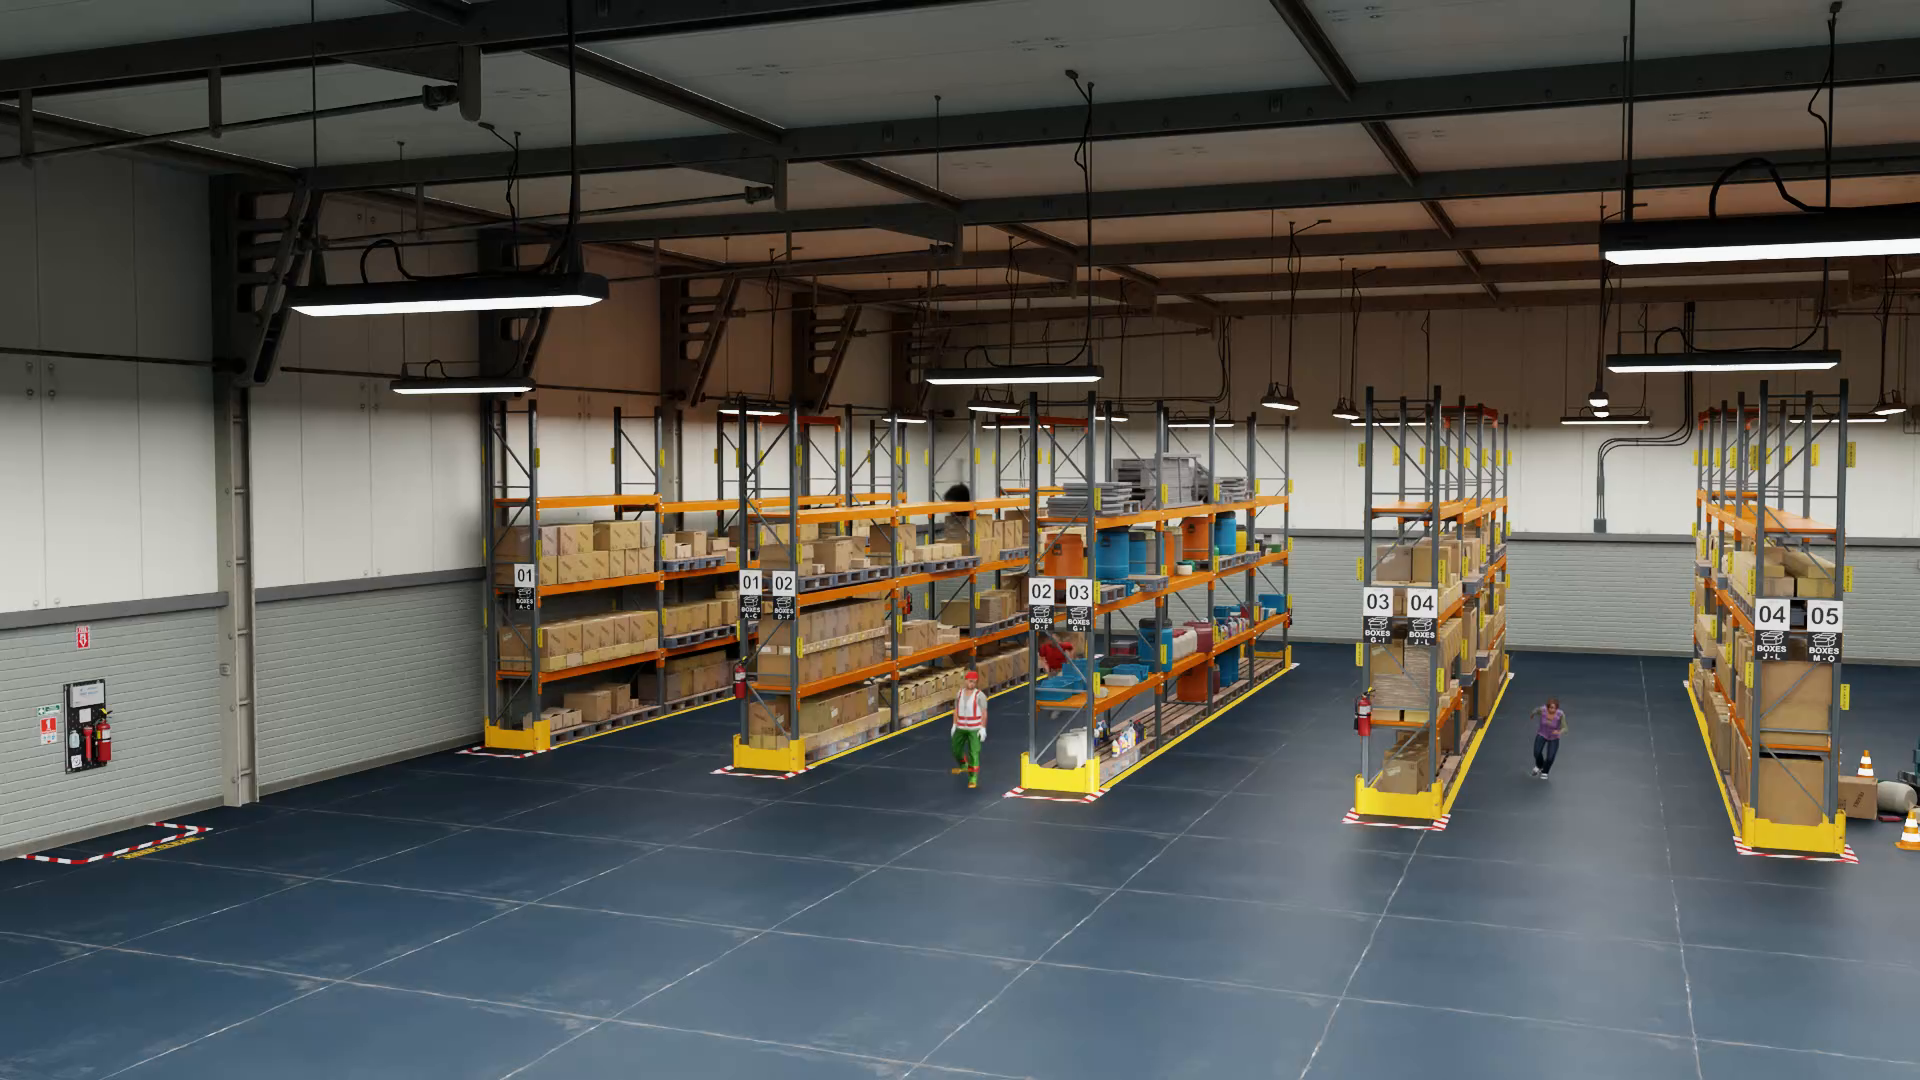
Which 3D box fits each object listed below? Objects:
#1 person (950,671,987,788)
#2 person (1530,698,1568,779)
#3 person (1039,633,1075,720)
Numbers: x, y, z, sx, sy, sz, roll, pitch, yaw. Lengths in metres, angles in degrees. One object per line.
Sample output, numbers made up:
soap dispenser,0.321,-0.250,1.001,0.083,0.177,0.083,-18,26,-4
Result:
person,0.119,2.859,25.362,0.779,1.759,0.641,1,3,25
person,9.032,3.056,25.531,0.552,1.347,0.910,1,3,20
person,1.891,2.610,32.290,0.703,1.694,1.024,1,3,11
